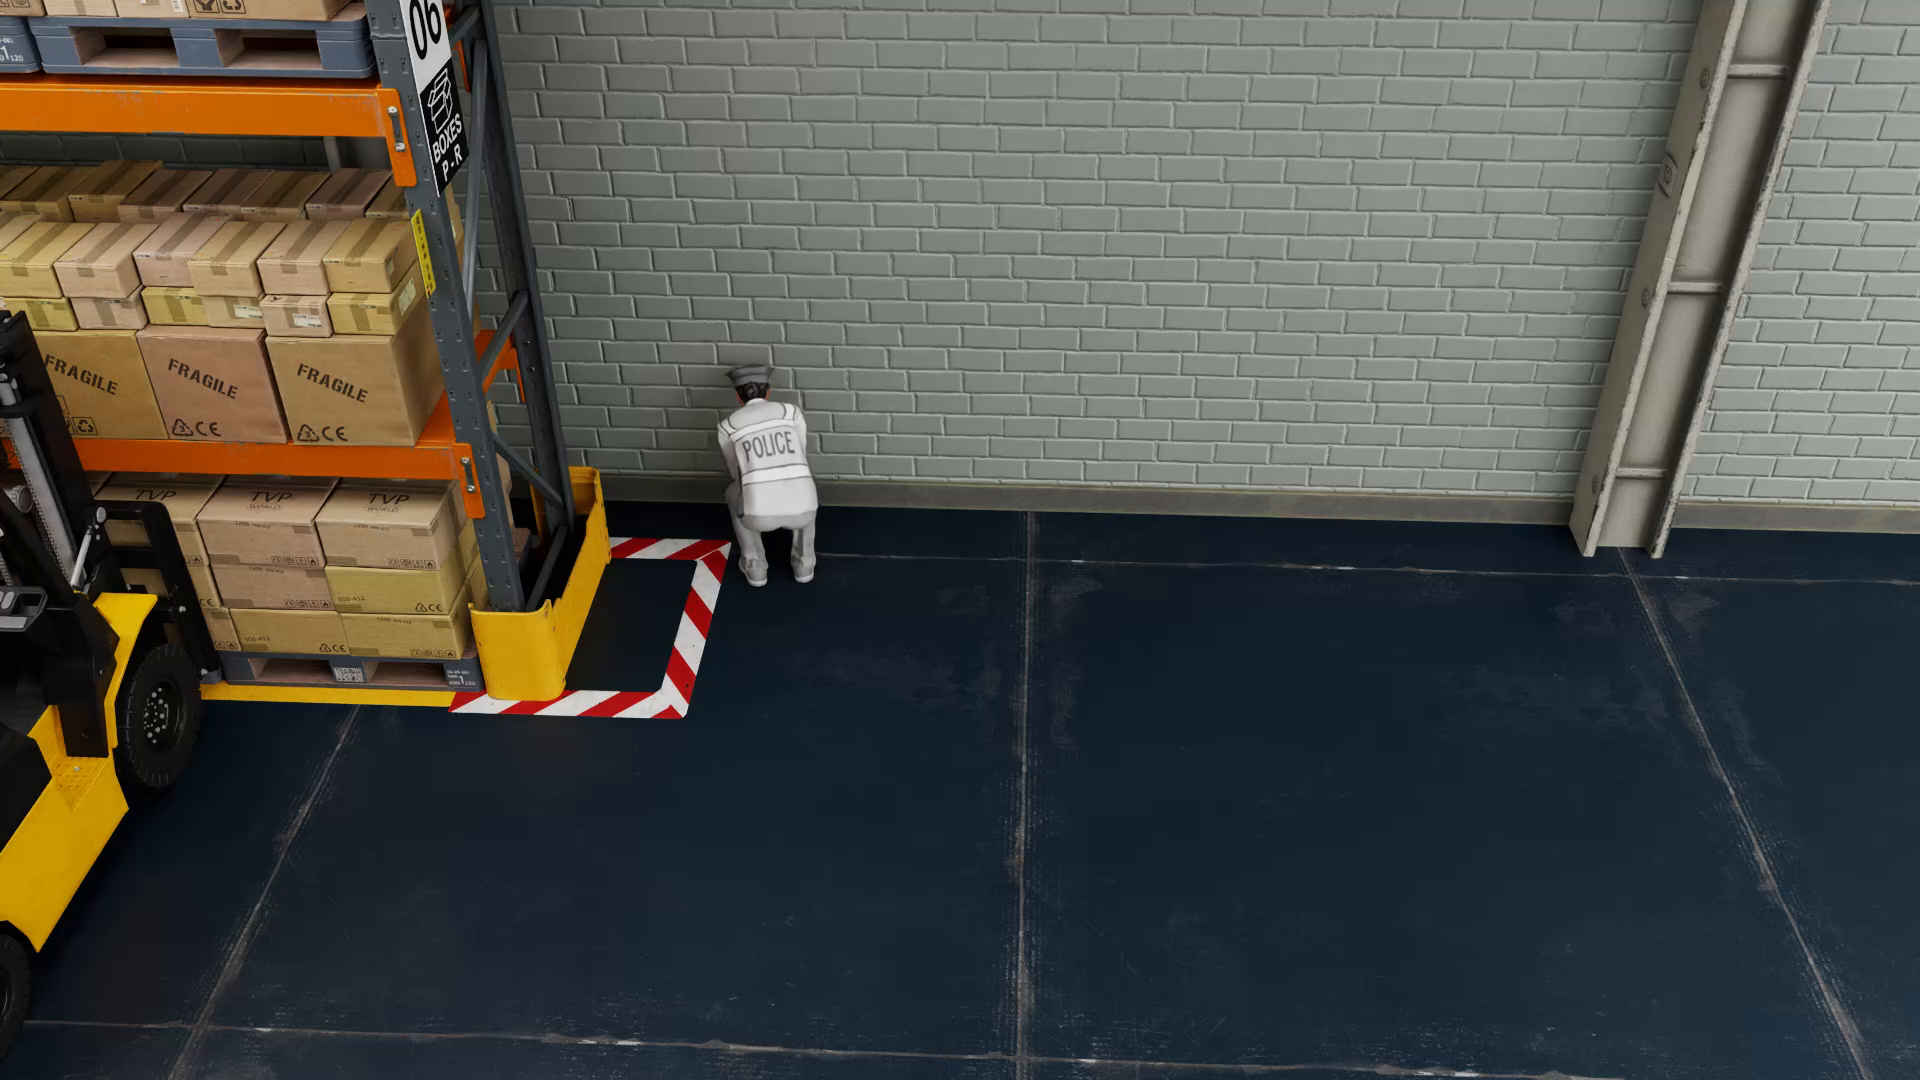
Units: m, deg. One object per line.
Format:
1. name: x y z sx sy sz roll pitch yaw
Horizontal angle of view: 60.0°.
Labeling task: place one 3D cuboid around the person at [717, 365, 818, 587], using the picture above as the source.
1. person: -0.938 -0.328 8.168 0.458 0.974 0.887 -6 36 -9
